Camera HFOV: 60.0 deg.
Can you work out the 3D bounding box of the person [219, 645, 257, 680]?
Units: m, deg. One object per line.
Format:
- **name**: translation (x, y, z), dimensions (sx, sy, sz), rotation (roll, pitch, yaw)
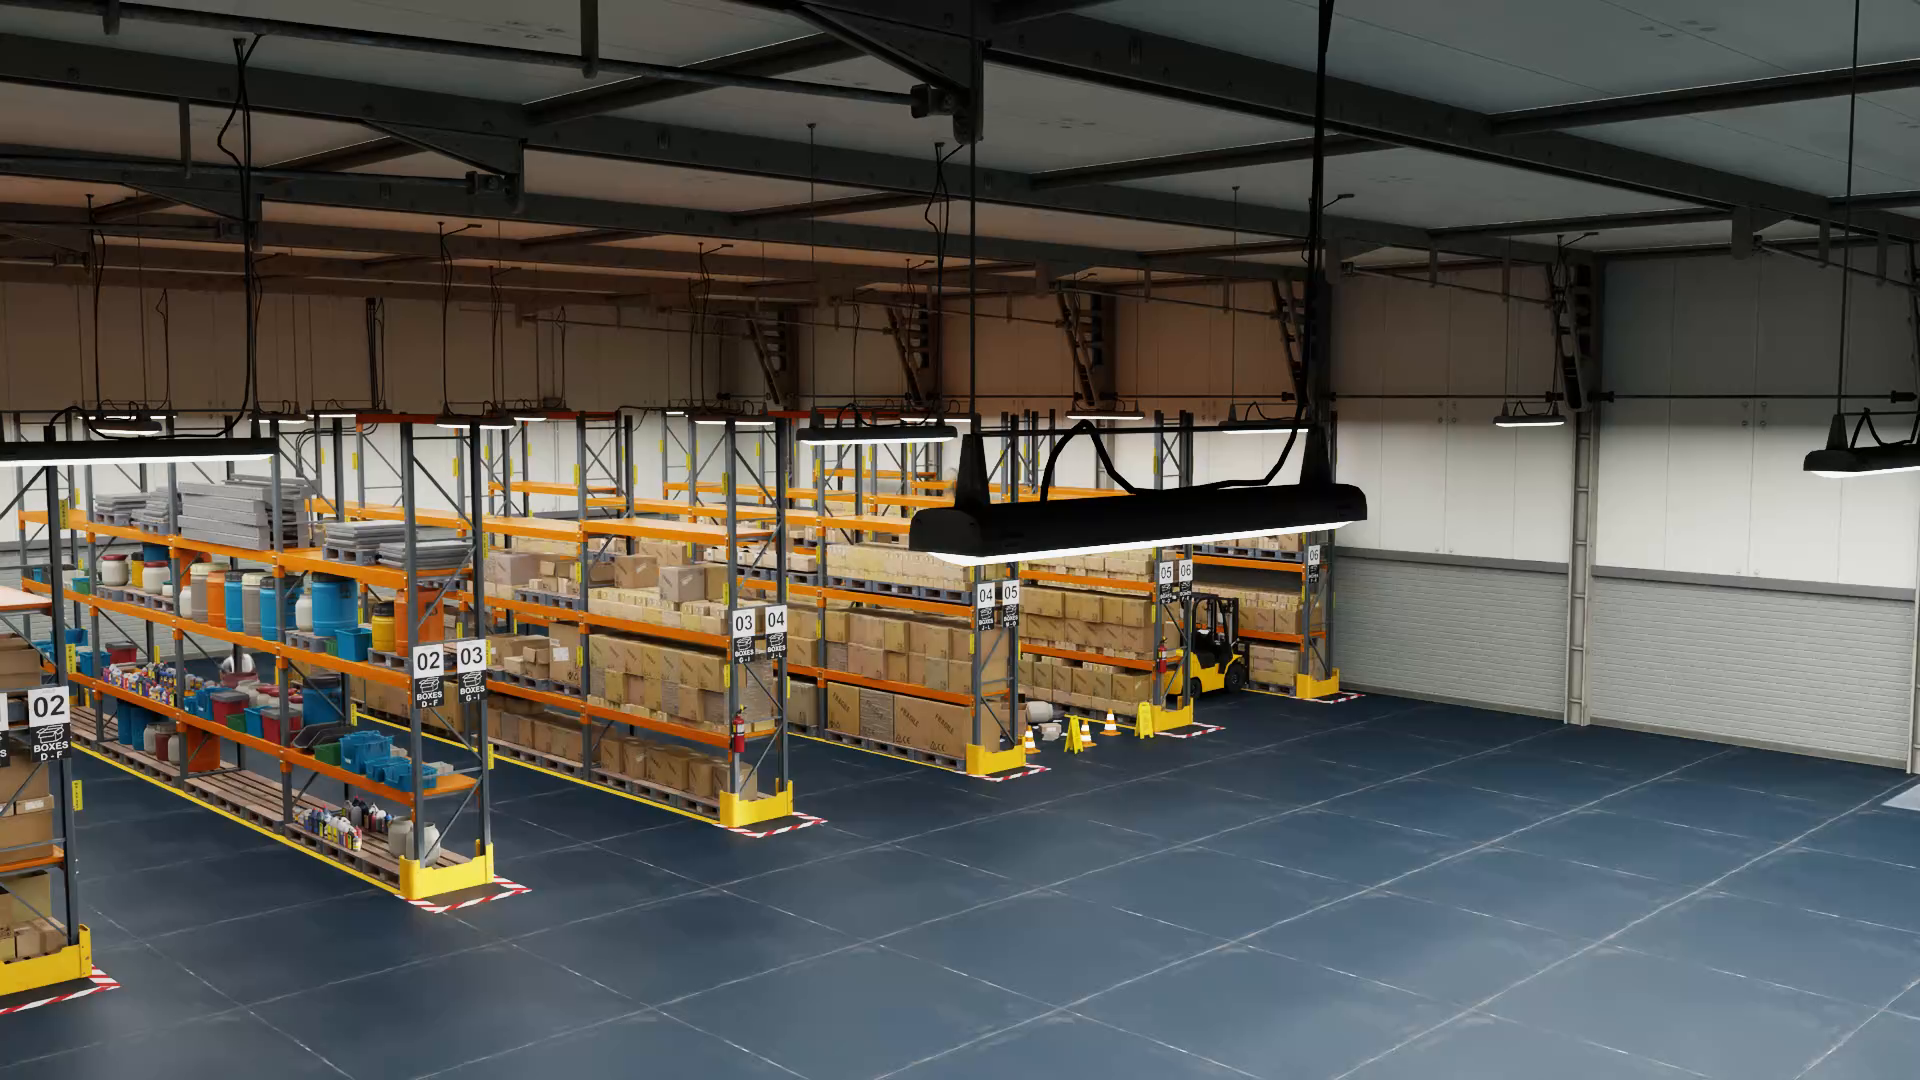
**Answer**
- **person**: translation (-13.424, 2.771, 30.924), dimensions (0.813, 1.793, 0.675), rotation (4, 6, 38)
